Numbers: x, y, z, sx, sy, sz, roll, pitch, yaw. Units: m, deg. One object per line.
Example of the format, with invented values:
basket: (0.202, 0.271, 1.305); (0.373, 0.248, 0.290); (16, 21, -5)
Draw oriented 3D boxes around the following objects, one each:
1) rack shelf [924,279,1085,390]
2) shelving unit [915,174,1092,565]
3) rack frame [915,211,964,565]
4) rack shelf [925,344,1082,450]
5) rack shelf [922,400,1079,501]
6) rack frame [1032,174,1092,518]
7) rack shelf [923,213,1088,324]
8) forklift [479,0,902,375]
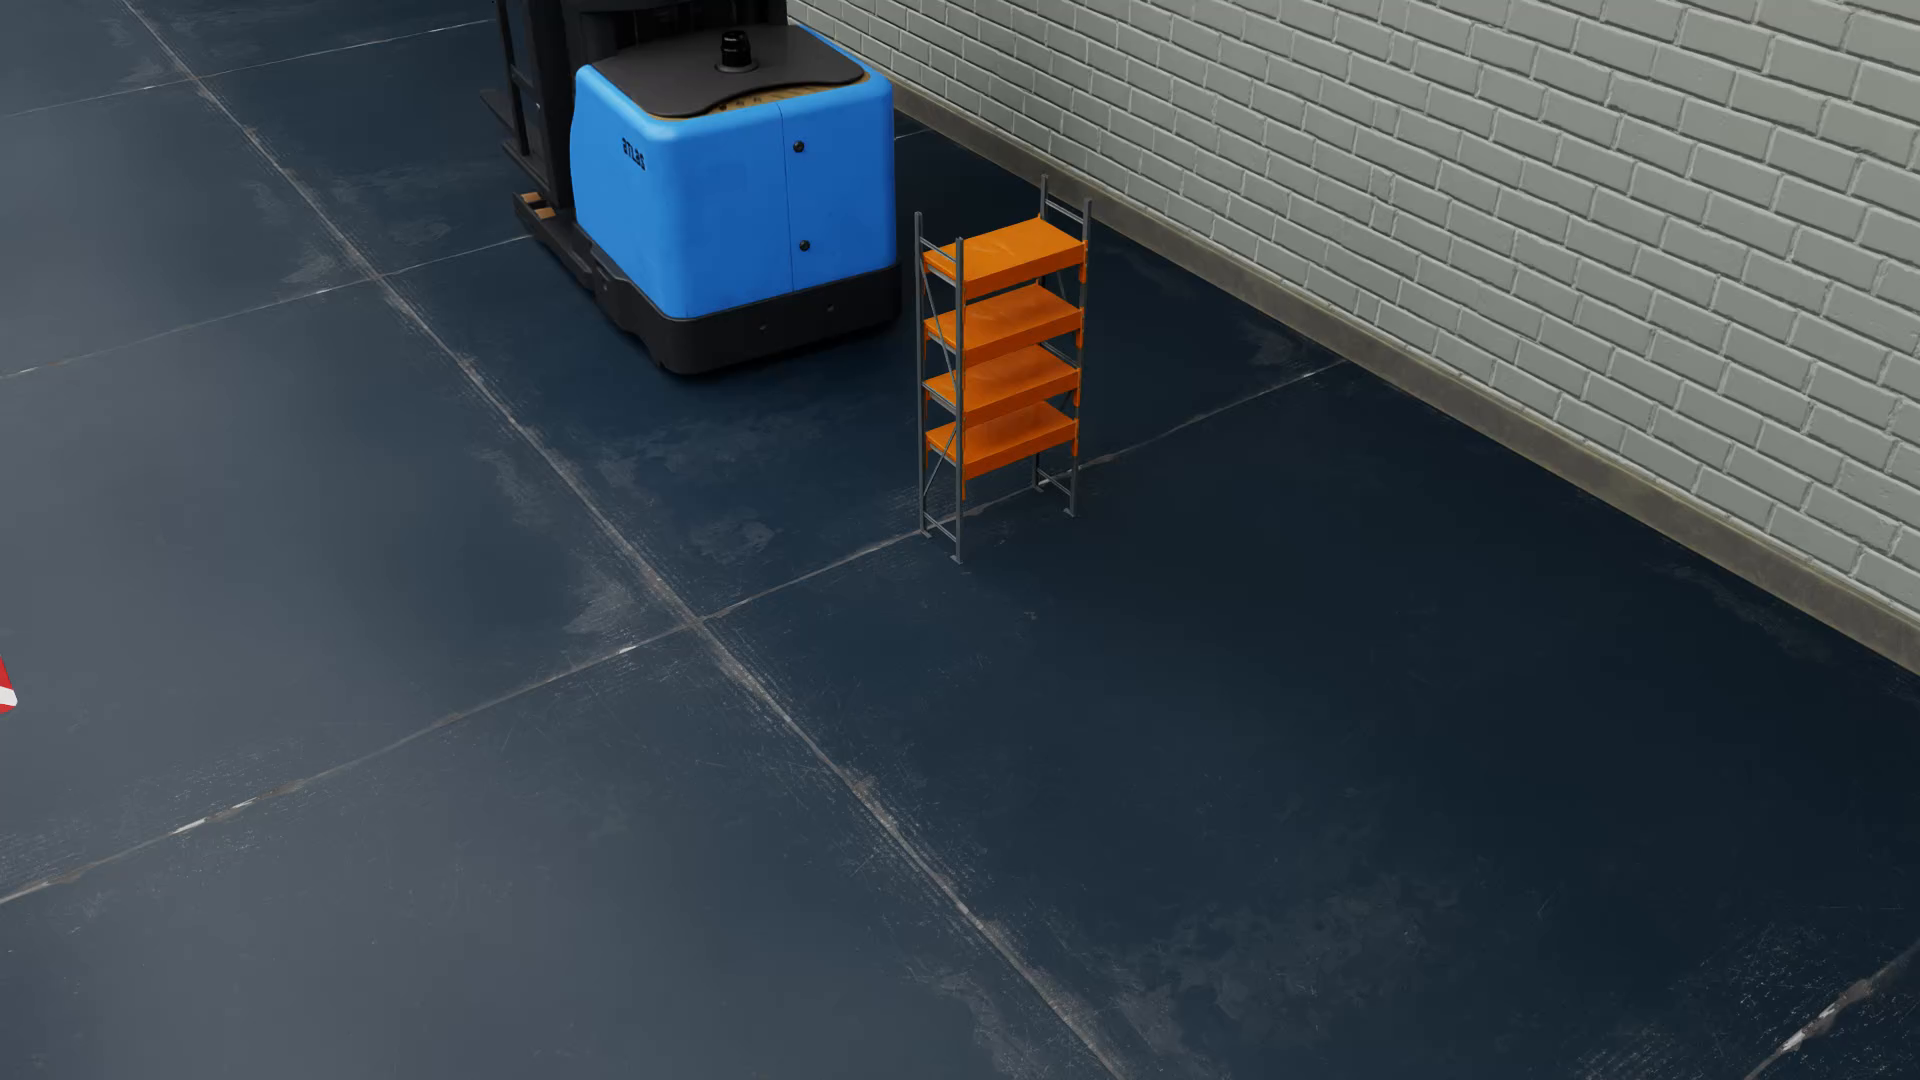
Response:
rack shelf: (0.135, -0.670, 5.386); (0.480, 0.148, 0.258); (-22, 41, -28)
shelving unit: (0.135, -0.543, 5.477); (0.503, 1.200, 0.258); (-22, 41, -28)
rack frame: (-0.064, -0.461, 5.363); (0.015, 1.200, 0.240); (-22, 41, -28)
rack shelf: (0.135, -0.488, 5.516); (0.480, 0.148, 0.258); (-22, 41, -28)
rack shelf: (0.135, -0.327, 5.632); (0.480, 0.148, 0.258); (-22, 41, -28)
rack frame: (0.335, -0.625, 5.591); (0.015, 1.200, 0.240); (-22, 41, -28)
rack shelf: (0.135, -0.862, 5.248); (0.480, 0.148, 0.258); (-22, 41, -28)
forklift: (-1.426, -2.674, 6.957); (1.130, 2.935, 3.031); (-19, 40, -24)
